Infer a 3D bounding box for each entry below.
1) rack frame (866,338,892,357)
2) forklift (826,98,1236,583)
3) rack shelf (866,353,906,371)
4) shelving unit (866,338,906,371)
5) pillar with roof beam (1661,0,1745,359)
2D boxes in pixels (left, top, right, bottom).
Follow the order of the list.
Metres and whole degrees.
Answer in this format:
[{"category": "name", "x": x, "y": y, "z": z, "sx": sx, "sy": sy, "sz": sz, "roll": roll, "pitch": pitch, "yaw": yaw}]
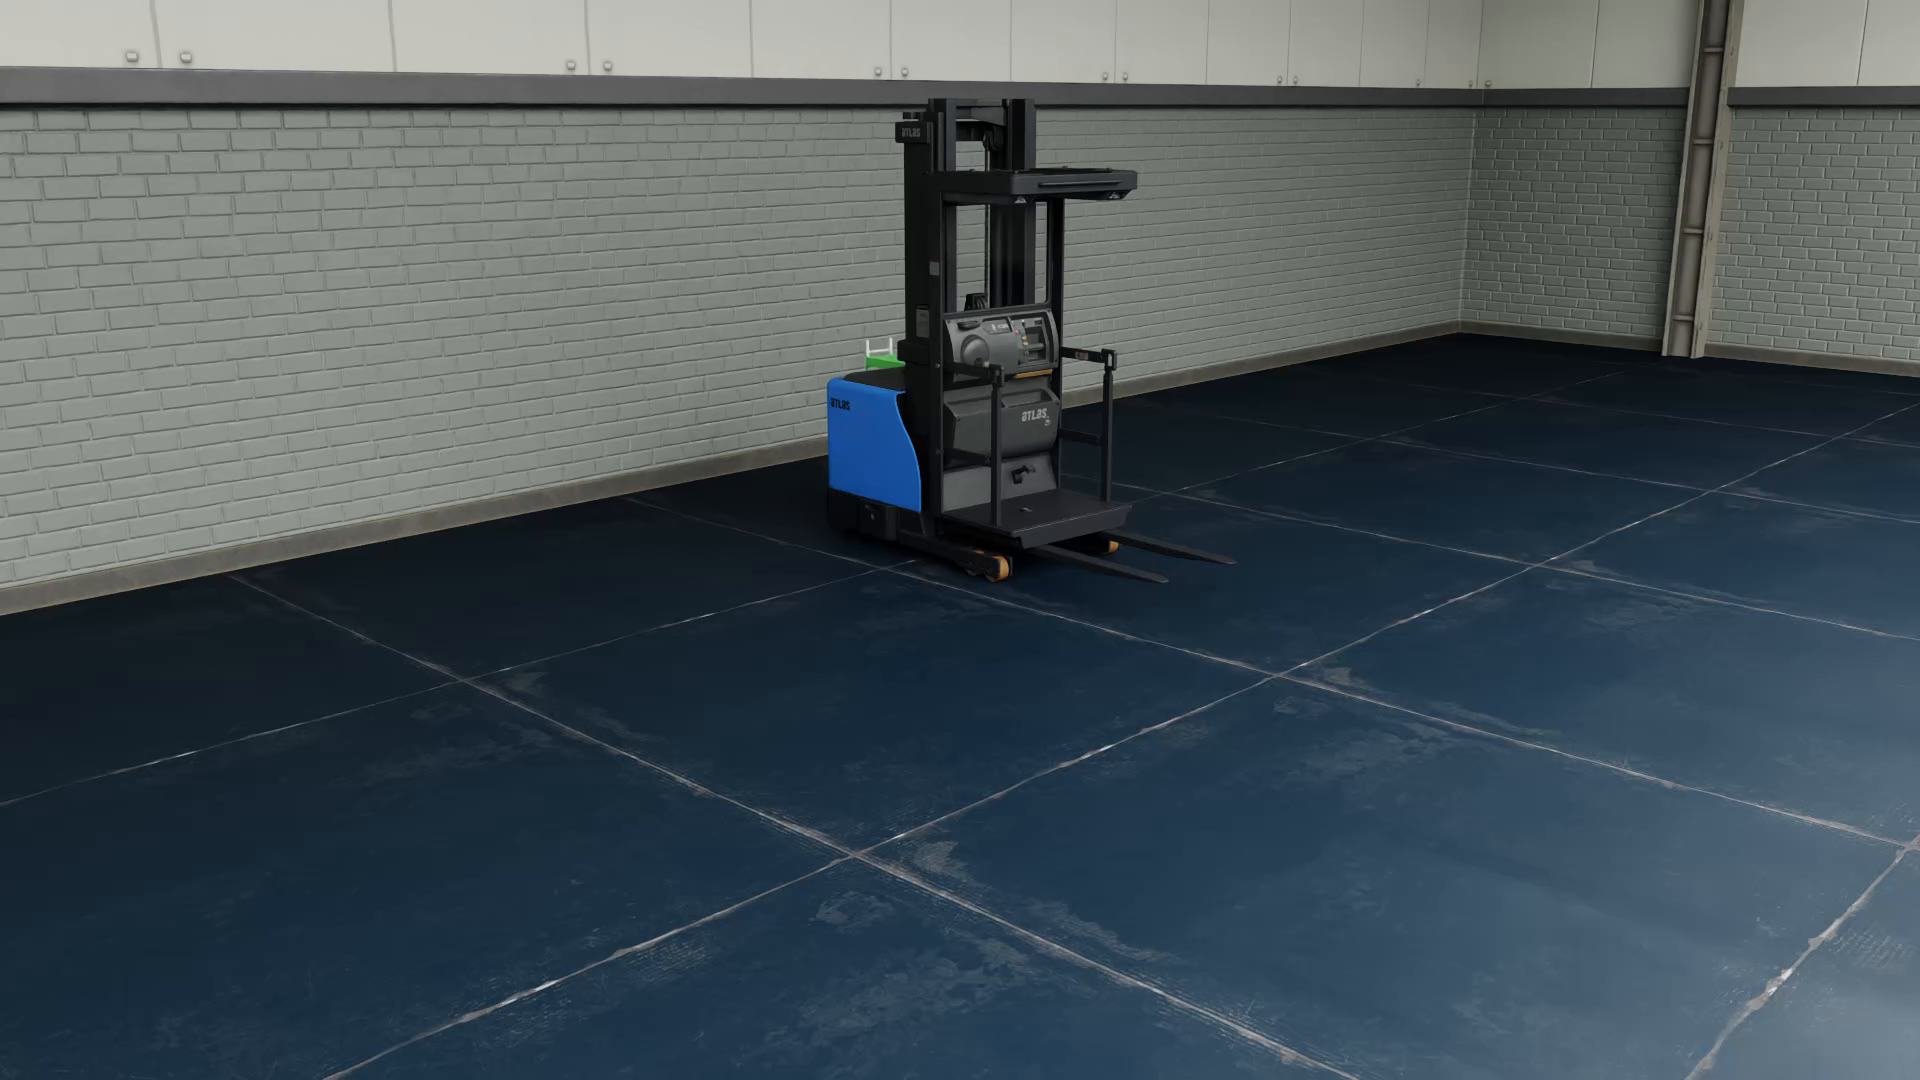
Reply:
[{"category": "rack frame", "x": -0.606, "y": -0.918, "z": 12.570, "sx": 0.240, "sy": 1.200, "sz": 0.015, "roll": -12, "pitch": 19, "yaw": -39}, {"category": "forklift", "x": 0.417, "y": -1.299, "z": 10.606, "sx": 1.130, "sy": 2.935, "sz": 3.031, "roll": -13, "pitch": 19, "yaw": -40}, {"category": "rack shelf", "x": -0.448, "y": -1.273, "z": 12.284, "sx": 0.258, "sy": 0.148, "sz": 0.480, "roll": -12, "pitch": 19, "yaw": -39}, {"category": "shelving unit", "x": -0.449, "y": -0.870, "z": 12.390, "sx": 0.258, "sy": 1.200, "sz": 0.503, "roll": -12, "pitch": 19, "yaw": -39}, {"category": "pillar with roof beam", "x": 5.664, "y": -5.781, "z": 15.771, "sx": 0.400, "sy": 9.000, "sz": 9.100, "roll": 14, "pitch": 20, "yaw": 42}]
